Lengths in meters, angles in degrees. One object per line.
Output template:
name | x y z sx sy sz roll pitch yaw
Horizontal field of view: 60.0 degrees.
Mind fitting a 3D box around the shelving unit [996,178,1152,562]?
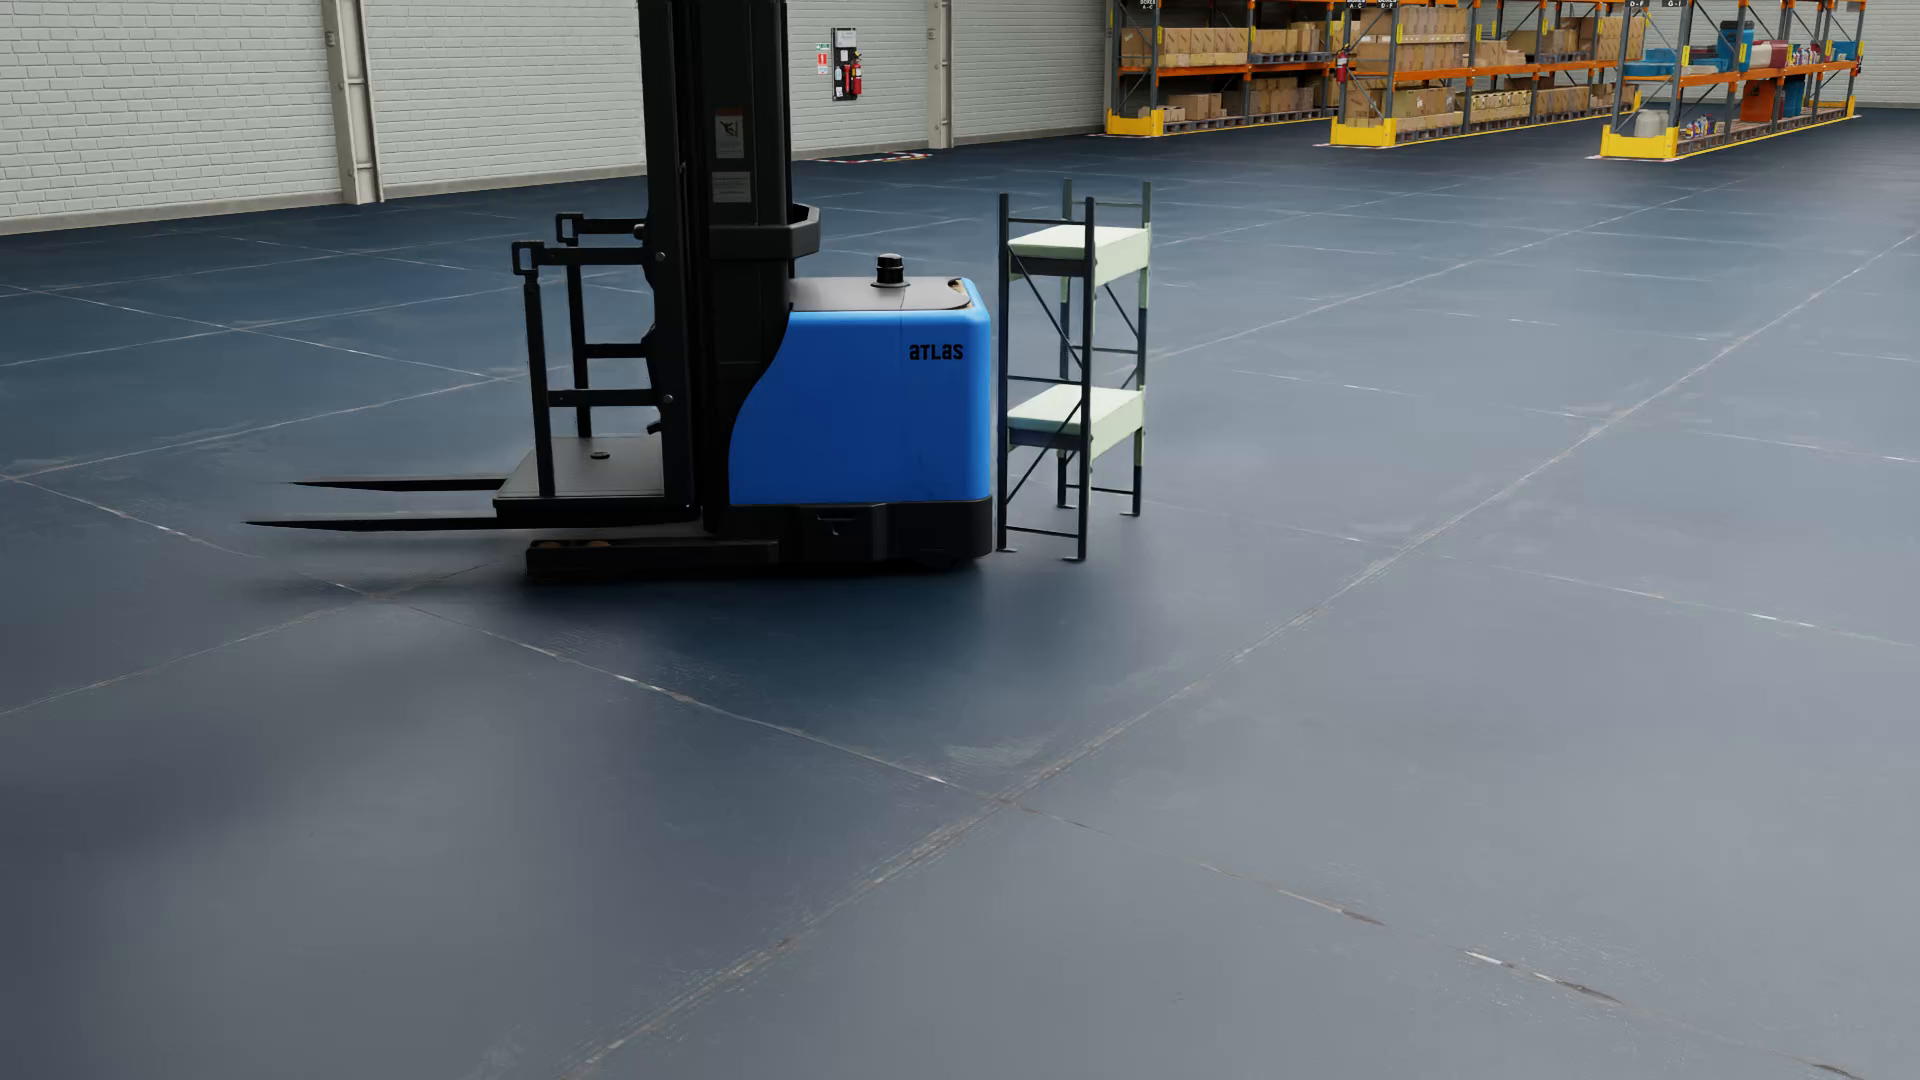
shelving unit | 0.493 -0.751 7.132 0.431 1.500 0.755 7 19 23

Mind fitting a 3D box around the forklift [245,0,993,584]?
forklift | -1.405 -1.386 6.765 3.031 2.935 1.130 -1 17 -4

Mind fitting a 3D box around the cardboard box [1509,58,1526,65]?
cardboard box | 11.932 -10.295 35.762 0.380 0.149 0.250 12 21 35

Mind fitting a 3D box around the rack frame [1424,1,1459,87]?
rack frame | 13.032 -13.458 45.524 1.000 3.000 0.127 12 21 35

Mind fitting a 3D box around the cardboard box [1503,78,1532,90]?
cardboard box | 12.645 -10.331 37.663 0.500 0.250 0.500 13 22 37

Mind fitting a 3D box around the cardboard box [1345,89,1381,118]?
cardboard box | 7.560 -8.199 31.251 0.500 0.500 0.500 12 21 35

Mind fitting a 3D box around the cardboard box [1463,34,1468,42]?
cardboard box | 9.873 -9.980 33.063 0.380 0.149 0.250 12 21 35

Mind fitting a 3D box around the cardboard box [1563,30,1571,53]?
cardboard box | 13.626 -11.448 38.173 0.700 0.500 0.500 7 19 21

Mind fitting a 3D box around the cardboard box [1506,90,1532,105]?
cardboard box | 12.132 -9.665 36.292 0.500 0.311 0.500 13 22 36

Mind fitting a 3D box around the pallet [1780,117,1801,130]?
pallet | 17.386 -8.955 35.724 1.003 0.211 1.213 12 21 35

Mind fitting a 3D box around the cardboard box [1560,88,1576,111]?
cardboard box | 13.965 -10.244 38.645 0.500 0.500 0.500 13 21 35

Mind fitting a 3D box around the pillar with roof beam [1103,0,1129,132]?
pillar with roof beam | 6.679 -12.071 30.942 9.100 9.000 0.400 12 21 35

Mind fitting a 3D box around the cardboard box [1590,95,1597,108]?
cardboard box | 15.053 -10.619 40.172 0.500 0.311 0.500 12 21 35

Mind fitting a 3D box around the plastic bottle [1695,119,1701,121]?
plastic bottle | 13.438 -7.529 30.281 0.152 0.276 0.135 12 21 35

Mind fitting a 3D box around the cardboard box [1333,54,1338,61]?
cardboard box | 8.805 -11.538 39.731 0.380 0.149 0.250 13 21 35

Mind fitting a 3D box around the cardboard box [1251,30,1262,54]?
cardboard box | 6.213 -10.973 36.611 0.700 0.500 0.500 12 21 35

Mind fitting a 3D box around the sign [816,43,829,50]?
sign | -2.259 -8.112 27.355 0.001 0.109 0.331 12 21 35

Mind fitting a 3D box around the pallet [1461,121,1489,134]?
pallet | 10.271 -8.576 34.505 1.003 0.211 1.213 12 21 35

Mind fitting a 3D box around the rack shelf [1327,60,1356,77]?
rack shelf | 9.457 -11.686 41.029 1.077 0.370 4.000 12 21 35

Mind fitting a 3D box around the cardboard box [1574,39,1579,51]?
cardboard box | 14.721 -11.843 40.154 0.500 0.500 0.500 13 21 36

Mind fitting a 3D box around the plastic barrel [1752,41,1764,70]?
plastic barrel | 15.280 -9.381 32.166 0.433 0.535 0.433 0 17 0

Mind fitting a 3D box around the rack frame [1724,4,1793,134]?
rack frame | 16.222 -9.802 33.751 1.000 3.000 0.127 12 21 35

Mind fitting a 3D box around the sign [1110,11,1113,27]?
sign | 3.065 -10.454 33.365 0.100 0.325 0.005 12 21 35

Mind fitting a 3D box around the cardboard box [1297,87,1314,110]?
cardboard box | 7.879 -10.388 39.111 0.700 0.500 0.500 13 21 35

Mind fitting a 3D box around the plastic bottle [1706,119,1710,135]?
plastic bottle | 13.508 -7.466 30.066 0.061 0.283 0.133 14 22 38

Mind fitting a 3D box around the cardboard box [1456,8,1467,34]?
cardboard box | 9.604 -10.286 32.953 0.700 0.500 0.500 13 21 35

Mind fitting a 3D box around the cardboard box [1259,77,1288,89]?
cardboard box | 7.186 -10.498 38.201 0.500 0.250 0.500 12 21 34

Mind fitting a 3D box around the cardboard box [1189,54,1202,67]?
cardboard box | 4.651 -9.892 34.259 0.500 0.250 0.500 12 21 34

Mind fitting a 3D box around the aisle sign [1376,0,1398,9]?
aisle sign | 7.686 -9.945 29.826 0.394 0.787 0.004 12 21 35

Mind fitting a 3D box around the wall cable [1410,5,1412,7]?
wall cable | 13.036 -14.415 46.893 0.084 1.984 1.851 12 21 35

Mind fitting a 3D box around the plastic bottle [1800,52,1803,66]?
plastic bottle | 17.792 -10.191 35.198 0.061 0.283 0.133 12 21 35

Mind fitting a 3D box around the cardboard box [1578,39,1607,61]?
cardboard box | 15.152 -11.752 39.861 0.500 0.500 0.500 13 22 36

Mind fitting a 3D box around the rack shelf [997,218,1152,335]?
rack shelf | 0.493 -1.123 7.017 0.431 0.370 0.720 7 19 23

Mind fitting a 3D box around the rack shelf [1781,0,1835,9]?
rack shelf | 17.414 -11.367 34.946 1.077 0.370 4.000 12 21 35

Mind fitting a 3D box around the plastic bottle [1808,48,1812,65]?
plastic bottle | 18.320 -10.455 35.935 0.144 0.351 0.185 12 21 35

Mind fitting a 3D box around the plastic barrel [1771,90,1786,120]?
plastic barrel | 17.173 -9.240 35.297 0.600 0.588 0.708 12 21 35

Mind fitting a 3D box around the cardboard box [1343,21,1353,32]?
cardboard box | 9.063 -12.301 39.829 0.500 0.250 0.500 12 21 34

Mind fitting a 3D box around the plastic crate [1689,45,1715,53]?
plastic crate | 13.881 -9.049 31.219 0.402 0.464 0.583 12 21 35

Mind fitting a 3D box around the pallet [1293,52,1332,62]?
pallet | 7.927 -11.273 38.809 1.213 0.211 1.003 12 21 35

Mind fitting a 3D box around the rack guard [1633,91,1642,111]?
rack guard | 16.968 -11.372 43.020 1.175 0.500 0.348 12 21 35

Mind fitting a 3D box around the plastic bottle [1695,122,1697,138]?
plastic bottle | 12.990 -7.262 29.430 0.097 0.271 0.097 0 17 0

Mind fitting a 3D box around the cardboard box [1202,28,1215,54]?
cardboard box | 4.938 -10.367 34.524 0.500 0.500 0.500 13 22 36

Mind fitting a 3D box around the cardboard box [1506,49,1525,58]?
cardboard box | 11.994 -10.557 36.331 0.500 0.311 0.500 14 22 38

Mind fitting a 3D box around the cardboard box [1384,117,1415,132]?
cardboard box | 8.273 -7.868 31.452 0.500 0.250 0.500 12 21 35

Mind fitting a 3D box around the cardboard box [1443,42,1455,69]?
cardboard box | 9.294 -9.540 32.737 0.700 0.500 0.500 12 21 34

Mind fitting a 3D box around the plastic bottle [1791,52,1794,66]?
plastic bottle | 17.269 -9.981 34.524 0.061 0.283 0.133 12 21 35

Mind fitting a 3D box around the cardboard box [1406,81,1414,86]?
cardboard box | 11.479 -11.791 43.663 0.700 0.500 0.500 12 21 34

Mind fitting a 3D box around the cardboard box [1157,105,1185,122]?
cardboard box | 4.323 -8.858 34.502 0.500 0.311 0.500 15 22 39

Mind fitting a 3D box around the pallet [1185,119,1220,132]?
pallet | 4.784 -8.810 35.259 1.003 0.211 1.213 12 21 35

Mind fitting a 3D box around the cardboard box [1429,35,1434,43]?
cardboard box | 8.803 -9.552 31.682 0.380 0.149 0.250 13 21 35

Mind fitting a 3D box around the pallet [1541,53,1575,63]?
pallet | 13.401 -11.051 38.095 1.003 0.211 1.213 12 21 35

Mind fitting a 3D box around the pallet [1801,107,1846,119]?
pallet | 20.466 -10.186 39.689 1.003 0.211 1.213 12 21 35

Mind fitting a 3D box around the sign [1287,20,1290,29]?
sign | 7.818 -12.203 39.529 0.100 0.325 0.005 12 21 35

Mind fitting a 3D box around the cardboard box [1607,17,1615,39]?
cardboard box | 15.443 -12.342 40.074 0.500 0.500 0.500 12 21 33

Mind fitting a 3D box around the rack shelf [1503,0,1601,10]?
rack shelf | 13.438 -12.244 37.768 1.077 0.370 4.000 12 21 35

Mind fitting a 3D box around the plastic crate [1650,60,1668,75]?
plastic crate | 11.905 -8.151 28.686 0.499 0.251 0.408 12 21 35

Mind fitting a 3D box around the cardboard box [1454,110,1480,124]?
cardboard box | 10.302 -8.665 34.018 0.500 0.250 0.500 12 21 33
